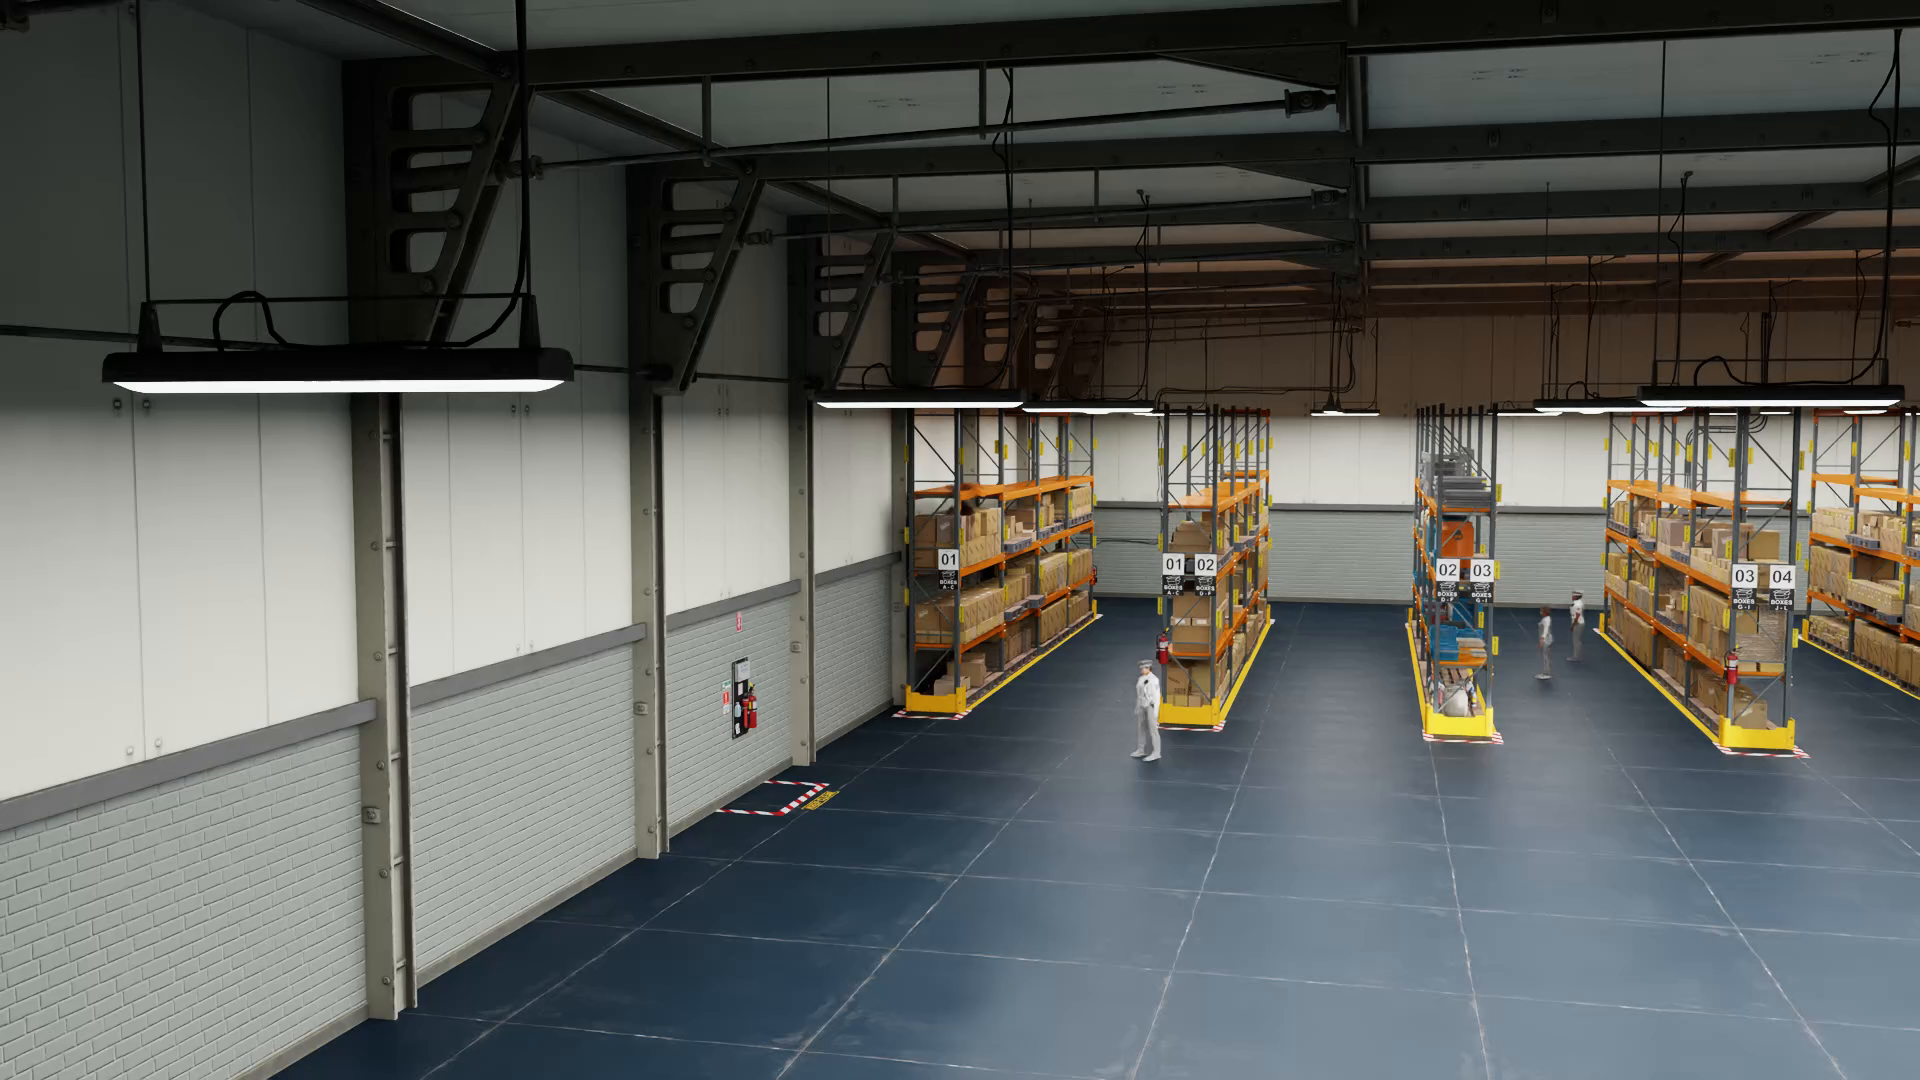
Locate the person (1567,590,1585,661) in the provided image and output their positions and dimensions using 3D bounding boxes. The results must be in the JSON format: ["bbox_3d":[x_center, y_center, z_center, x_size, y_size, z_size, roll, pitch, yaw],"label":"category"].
[{"bbox_3d":[14.551,2.021,39.282,0.375,1.683,0.458,1,4,19],"label":"person"}]

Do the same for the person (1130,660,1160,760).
[{"bbox_3d":[3.117,2.846,28.045,0.393,1.669,0.550,-2,5,-30],"label":"person"}]

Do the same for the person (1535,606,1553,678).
[{"bbox_3d":[12.862,2.307,36.591,0.344,1.496,0.420,2,4,21],"label":"person"}]
